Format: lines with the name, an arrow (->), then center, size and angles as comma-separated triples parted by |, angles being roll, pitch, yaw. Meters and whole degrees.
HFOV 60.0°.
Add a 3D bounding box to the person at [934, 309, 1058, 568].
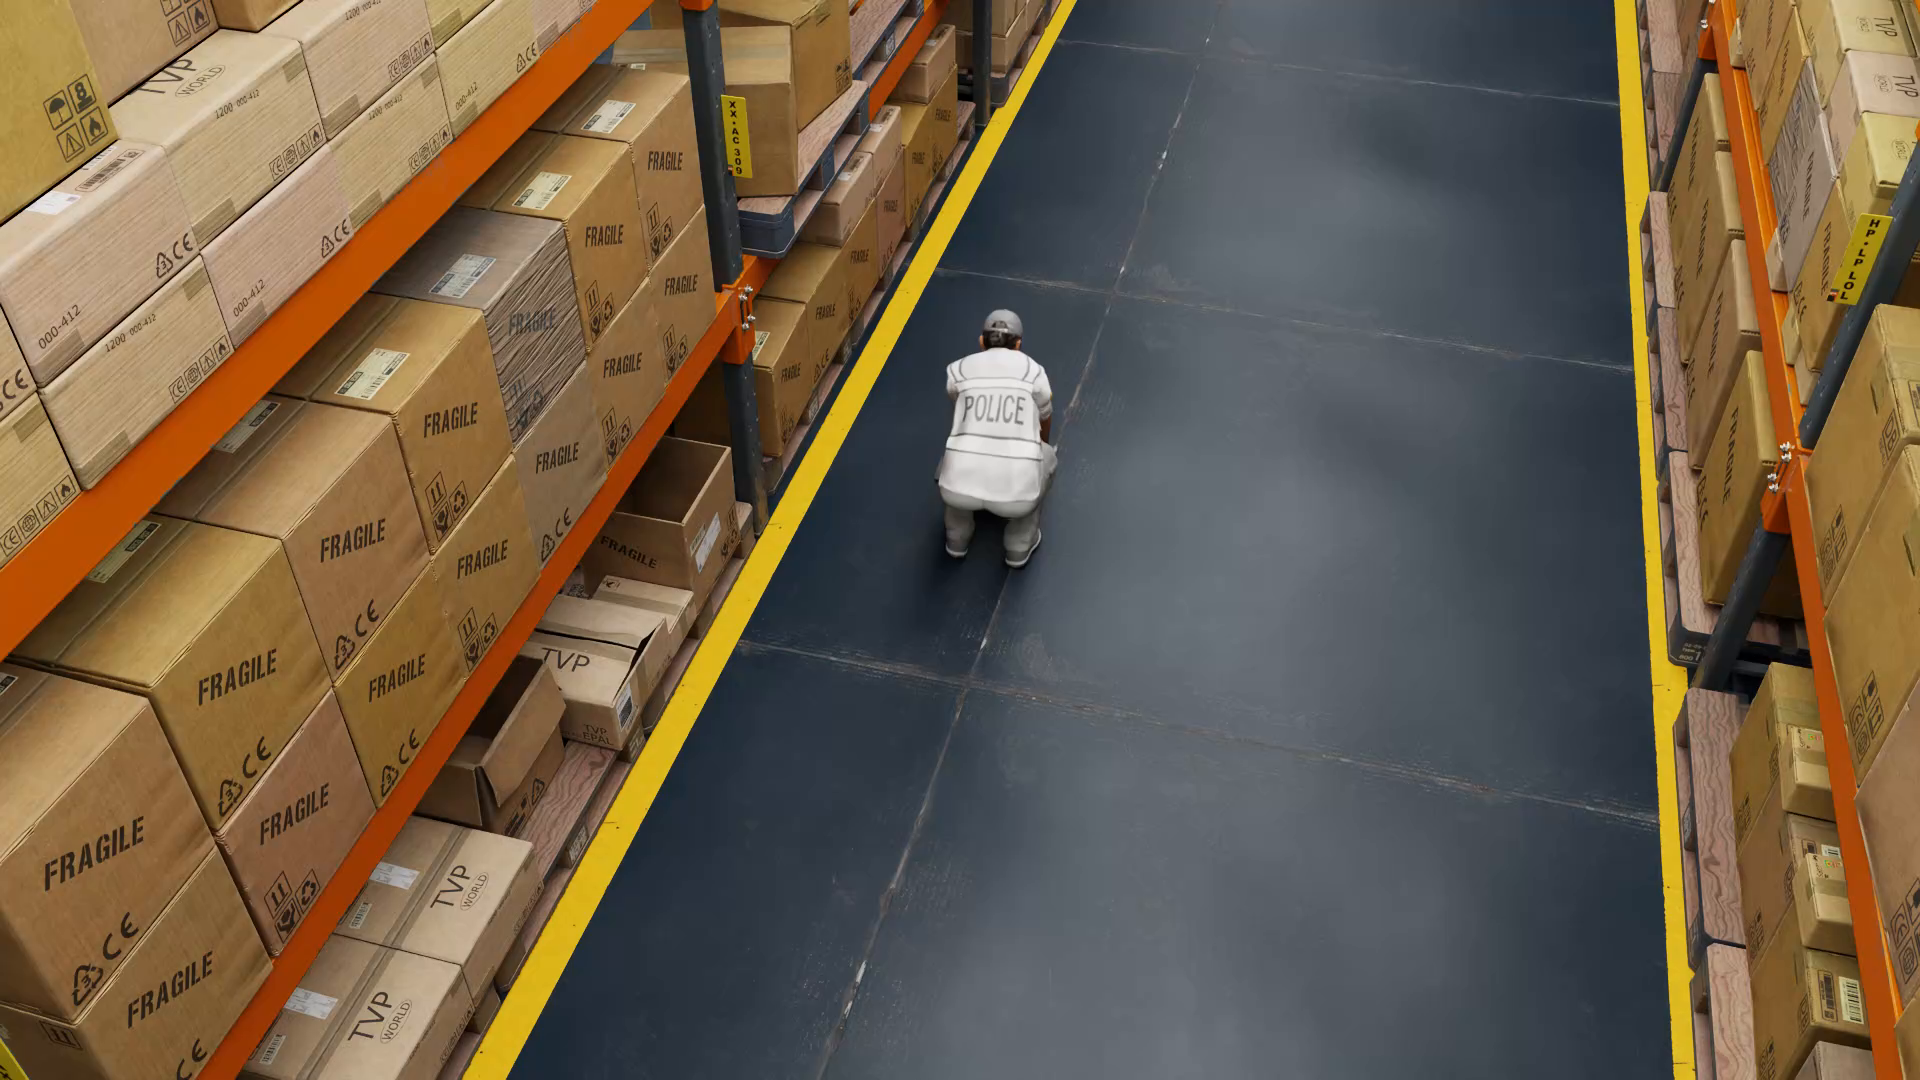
person -> 0.163, -0.415, 7.182 | 0.507, 0.953, 0.872 | 8, 42, 9
